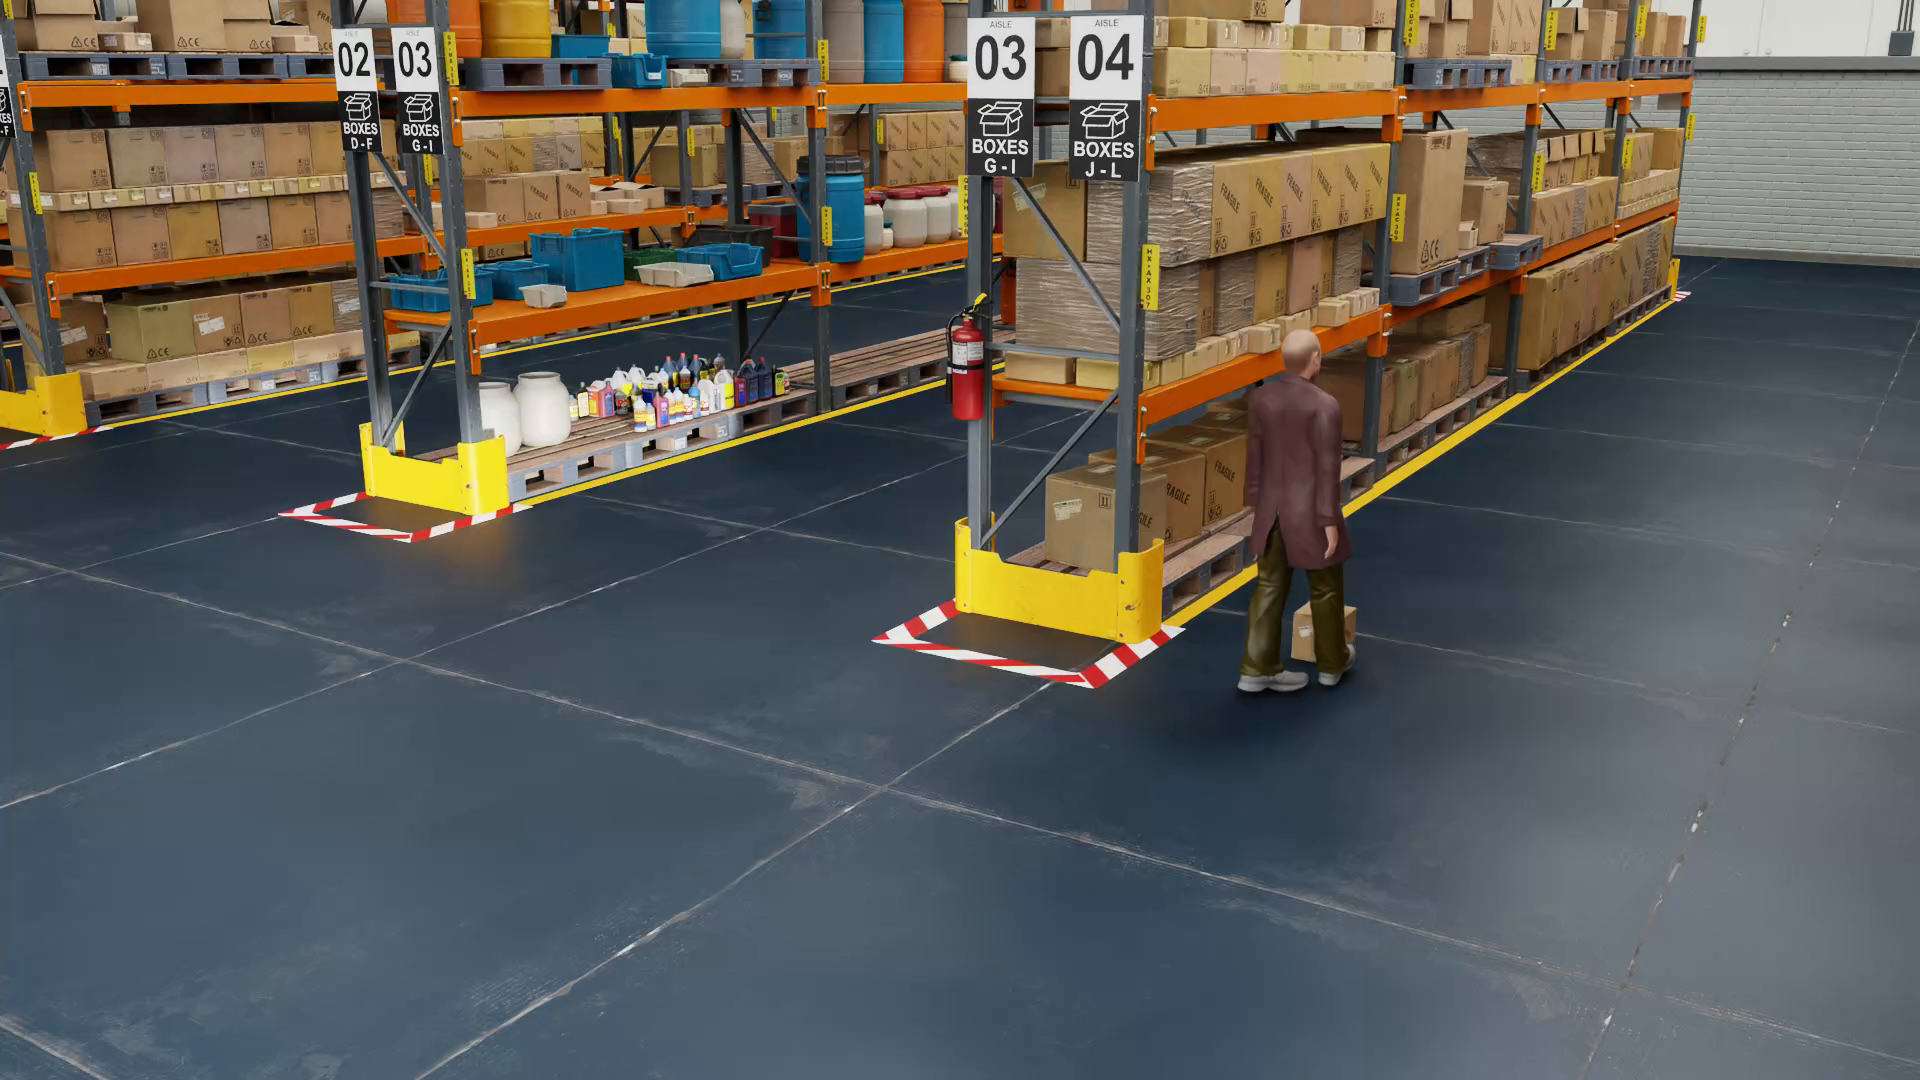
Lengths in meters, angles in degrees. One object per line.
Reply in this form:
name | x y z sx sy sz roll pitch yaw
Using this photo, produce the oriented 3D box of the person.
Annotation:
person | 1.694 -0.149 8.068 0.754 1.770 0.599 -14 21 -39
